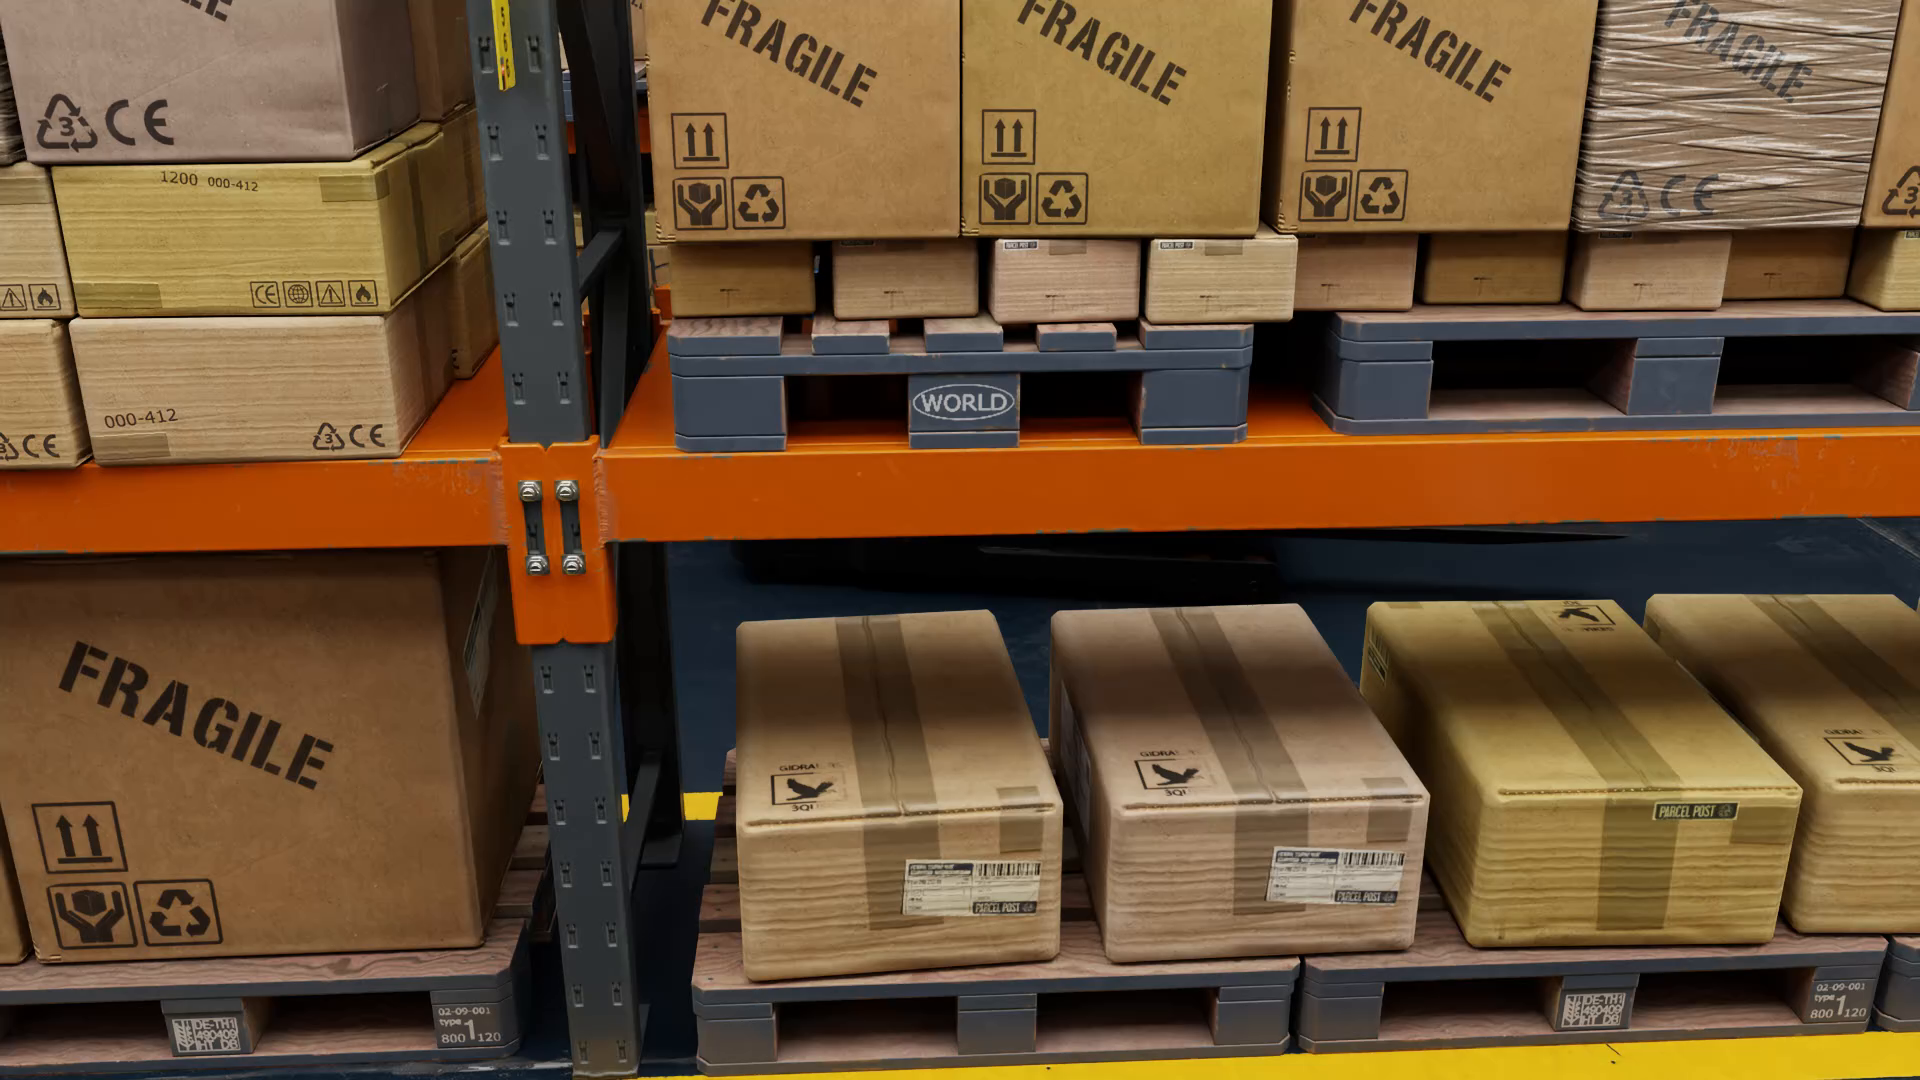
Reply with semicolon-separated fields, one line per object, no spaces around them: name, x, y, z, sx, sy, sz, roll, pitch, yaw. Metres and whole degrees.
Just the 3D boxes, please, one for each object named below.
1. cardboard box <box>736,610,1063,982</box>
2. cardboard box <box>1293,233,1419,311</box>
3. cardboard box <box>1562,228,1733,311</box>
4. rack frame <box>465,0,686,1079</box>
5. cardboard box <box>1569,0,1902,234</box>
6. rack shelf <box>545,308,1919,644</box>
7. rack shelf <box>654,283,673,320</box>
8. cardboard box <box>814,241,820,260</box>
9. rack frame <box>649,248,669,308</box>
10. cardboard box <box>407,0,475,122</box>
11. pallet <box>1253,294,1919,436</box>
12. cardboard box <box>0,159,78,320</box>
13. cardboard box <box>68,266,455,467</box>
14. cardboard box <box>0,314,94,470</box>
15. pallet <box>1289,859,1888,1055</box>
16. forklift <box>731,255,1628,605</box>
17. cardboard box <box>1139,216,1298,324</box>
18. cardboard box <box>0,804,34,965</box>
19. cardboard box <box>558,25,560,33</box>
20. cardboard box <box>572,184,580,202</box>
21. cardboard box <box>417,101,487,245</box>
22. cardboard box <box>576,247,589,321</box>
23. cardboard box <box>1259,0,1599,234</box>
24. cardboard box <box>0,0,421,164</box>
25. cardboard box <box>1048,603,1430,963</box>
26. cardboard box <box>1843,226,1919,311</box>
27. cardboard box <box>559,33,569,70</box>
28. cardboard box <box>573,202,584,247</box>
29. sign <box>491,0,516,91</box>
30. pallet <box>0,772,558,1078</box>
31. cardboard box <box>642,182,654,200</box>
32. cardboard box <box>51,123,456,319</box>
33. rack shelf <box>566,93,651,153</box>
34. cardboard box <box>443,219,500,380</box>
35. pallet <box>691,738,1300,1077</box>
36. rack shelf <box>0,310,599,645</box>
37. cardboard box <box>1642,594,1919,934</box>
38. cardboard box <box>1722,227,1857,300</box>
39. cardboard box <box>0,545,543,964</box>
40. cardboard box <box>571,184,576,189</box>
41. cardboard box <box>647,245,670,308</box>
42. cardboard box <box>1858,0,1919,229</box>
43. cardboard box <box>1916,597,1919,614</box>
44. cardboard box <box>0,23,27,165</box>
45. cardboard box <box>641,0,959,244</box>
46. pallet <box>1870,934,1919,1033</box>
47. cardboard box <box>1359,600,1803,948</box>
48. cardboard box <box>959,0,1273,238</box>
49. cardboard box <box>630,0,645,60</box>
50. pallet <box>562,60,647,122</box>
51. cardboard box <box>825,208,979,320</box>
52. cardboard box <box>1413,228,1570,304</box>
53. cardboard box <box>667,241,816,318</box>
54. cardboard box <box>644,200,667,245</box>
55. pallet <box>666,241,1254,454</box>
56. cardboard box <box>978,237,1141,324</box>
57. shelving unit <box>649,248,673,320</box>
cardboard box;-0.169;0.517;3.649;0.625;0.372;0.950;-3;21;-7
cardboard box;0.674;-0.540;3.086;0.250;0.149;0.380;0;21;0
cardboard box;1.218;-0.541;3.090;0.250;0.149;0.380;-1;21;-1
rack frame;-0.733;-0.506;3.235;0.127;3.000;1.000;-1;21;-3
cardboard box;1.279;-0.849;2.986;0.500;0.500;0.500;-2;21;-5
rack shelf;1.264;-0.211;3.470;4.000;0.370;1.077;-1;21;-3
rack shelf;-0.936;-0.815;6.002;0.240;0.259;0.215;4;21;19
cardboard box;-0.419;-0.675;3.442;0.250;0.149;0.380;0;21;-1
rack frame;-1.037;-0.567;6.135;0.008;1.050;0.200;4;21;19
cardboard box;-1.240;-1.097;3.241;0.500;0.500;0.500;-2;21;-5
pallet;1.241;-0.472;3.413;1.213;0.211;1.003;-1;21;-3
cardboard box;-1.714;-0.558;2.879;0.500;0.250;0.500;-2;21;-4
cardboard box;-1.223;-0.334;2.993;0.500;0.250;0.500;-2;21;-5
cardboard box;-1.732;-0.318;2.951;0.500;0.250;0.500;-1;21;-2
pallet;1.262;0.758;3.834;1.213;0.211;1.003;-1;21;-3
forklift;0.755;-1.351;5.551;3.031;2.935;1.130;2;21;6
cardboard box;0.438;-0.507;3.000;0.250;0.149;0.380;-1;21;-3
cardboard box;-2.318;0.291;3.536;0.875;0.875;0.875;-1;21;-2
cardboard box;-2.055;-2.259;7.460;0.500;0.250;0.500;-2;21;-6
cardboard box;-1.825;-1.705;8.395;0.250;0.149;0.380;-1;21;-1
cardboard box;-1.253;-0.747;3.376;0.500;0.250;0.500;-1;21;-3
cardboard box;-1.930;-1.206;7.996;0.500;0.500;0.500;-1;21;-4
cardboard box;0.779;-0.842;2.967;0.500;0.500;0.500;-1;21;-2
cardboard box;-1.234;-0.917;2.768;0.500;0.500;0.500;-2;21;-5
cardboard box;0.568;0.500;3.696;0.625;0.372;0.950;-2;21;-4
cardboard box;1.743;-0.542;3.093;0.250;0.149;0.380;-1;21;-3
cardboard box;-1.654;-2.199;7.443;0.250;0.149;0.380;-1;21;-2
cardboard box;-1.770;-1.484;7.815;0.250;0.149;0.380;-2;21;-6
sign;-0.698;-0.850;2.512;0.005;0.325;0.100;-1;21;-3
pallet;-1.525;0.786;3.760;1.213;0.211;1.003;-1;21;-3
cardboard box;-1.559;-1.701;8.384;0.250;0.149;0.380;0;21;0
cardboard box;-1.202;-0.570;2.910;0.500;0.250;0.500;-1;21;-3
rack shelf;-3.017;-1.893;7.888;4.000;0.370;1.077;-1;21;-3
cardboard box;-1.236;-0.516;3.471;0.500;0.250;0.500;-2;21;-4
pallet;0.047;0.781;3.772;1.213;0.211;1.003;-1;21;-3
rack shelf;-2.730;-0.130;3.257;4.000;0.370;1.077;-1;21;-3
cardboard box;2.019;0.472;3.770;0.625;0.372;0.950;0;21;0
cardboard box;1.474;-0.574;3.175;0.250;0.149;0.380;-2;21;-5
cardboard box;-1.428;0.275;3.579;0.875;0.875;0.875;-1;21;-4
cardboard box;-2.069;-1.672;8.307;0.250;0.149;0.380;-1;21;-2
cardboard box;-1.430;-1.213;8.013;0.500;0.500;0.500;-1;21;-1
cardboard box;1.802;-0.860;3.015;0.500;0.500;0.500;0;21;-1
cardboard box;2.737;0.456;3.811;0.625;0.372;0.950;-1;21;-2
cardboard box;-1.746;-0.904;2.733;0.500;0.500;0.500;-1;21;-2
cardboard box;-0.271;-0.815;2.898;0.500;0.500;0.500;-2;21;-5
pallet;2.483;0.732;3.902;1.213;0.211;1.003;-1;21;-3
cardboard box;1.325;0.486;3.731;0.625;0.372;0.950;0;21;-1
cardboard box;0.249;-0.828;2.932;0.500;0.500;0.500;0;21;0
cardboard box;-1.543;-2.558;7.892;0.500;0.500;0.500;0;21;-1
pallet;-1.693;-2.141;7.799;1.003;0.211;1.213;-1;21;-3
cardboard box;-0.114;-0.520;3.033;0.250;0.149;0.380;-2;21;-6
cardboard box;0.954;-0.559;3.137;0.250;0.149;0.380;0;21;-1
cardboard box;-0.398;-0.526;3.049;0.250;0.149;0.380;-2;21;-6
cardboard box;-1.499;-1.501;7.858;0.250;0.149;0.380;-2;21;-6
pallet;-0.028;-0.469;3.407;1.003;0.211;1.213;-1;21;-3
cardboard box;0.162;-0.509;3.005;0.250;0.149;0.380;-3;21;-7
shelving unit;-0.922;-0.558;6.094;0.252;1.050;0.215;4;21;19
